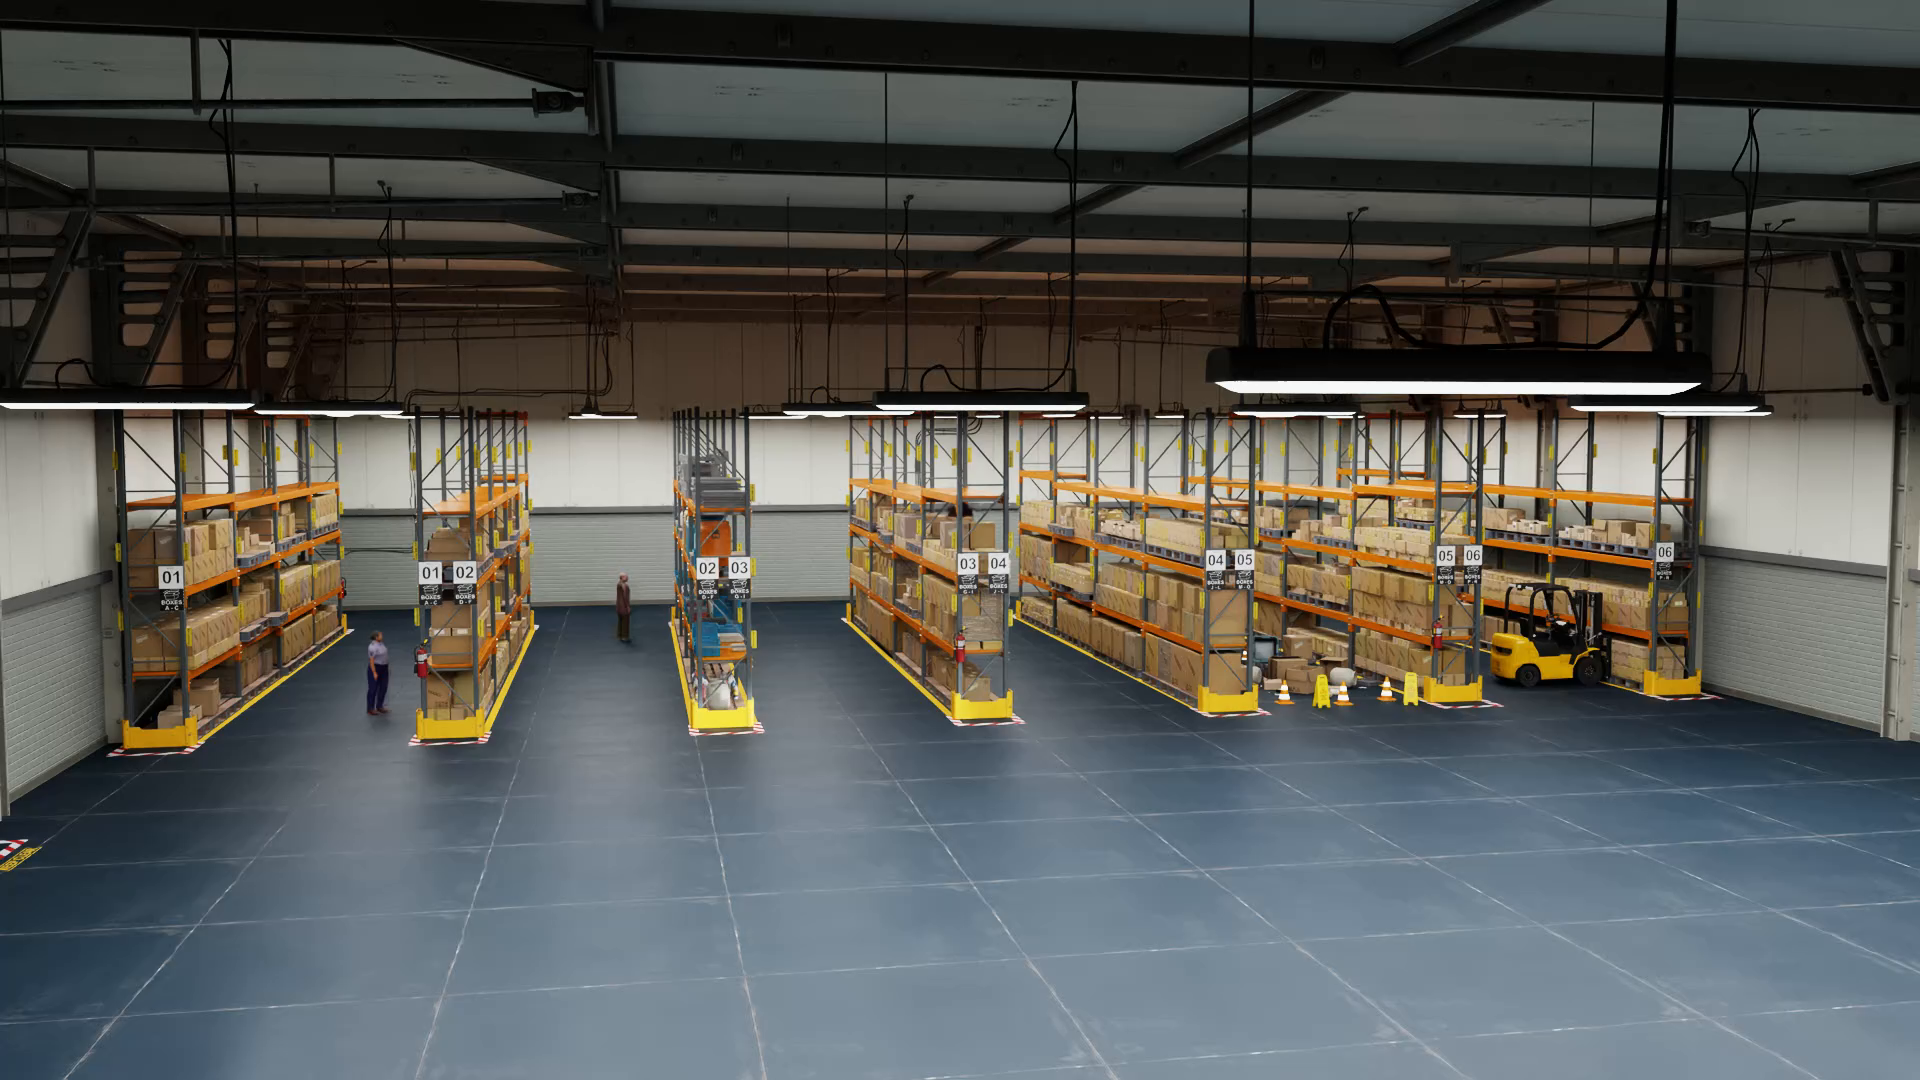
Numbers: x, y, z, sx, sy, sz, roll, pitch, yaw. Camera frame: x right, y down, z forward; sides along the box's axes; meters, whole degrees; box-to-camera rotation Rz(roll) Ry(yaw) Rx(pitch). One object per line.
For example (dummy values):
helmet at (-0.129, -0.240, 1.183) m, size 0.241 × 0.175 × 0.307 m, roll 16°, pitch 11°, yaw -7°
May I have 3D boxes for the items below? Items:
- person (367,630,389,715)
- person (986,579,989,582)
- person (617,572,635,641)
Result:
person at (-11.417, 2.582, 32.639) m, size 0.377 × 1.661 × 0.523 m, roll 1°, pitch 4°, yaw 18°
person at (1.006, 1.216, 51.035) m, size 0.920 × 1.742 × 0.546 m, roll -2°, pitch 5°, yaw -31°
person at (-8.747, 1.735, 43.436) m, size 0.438 × 1.774 × 0.667 m, roll -2°, pitch 5°, yaw -29°
